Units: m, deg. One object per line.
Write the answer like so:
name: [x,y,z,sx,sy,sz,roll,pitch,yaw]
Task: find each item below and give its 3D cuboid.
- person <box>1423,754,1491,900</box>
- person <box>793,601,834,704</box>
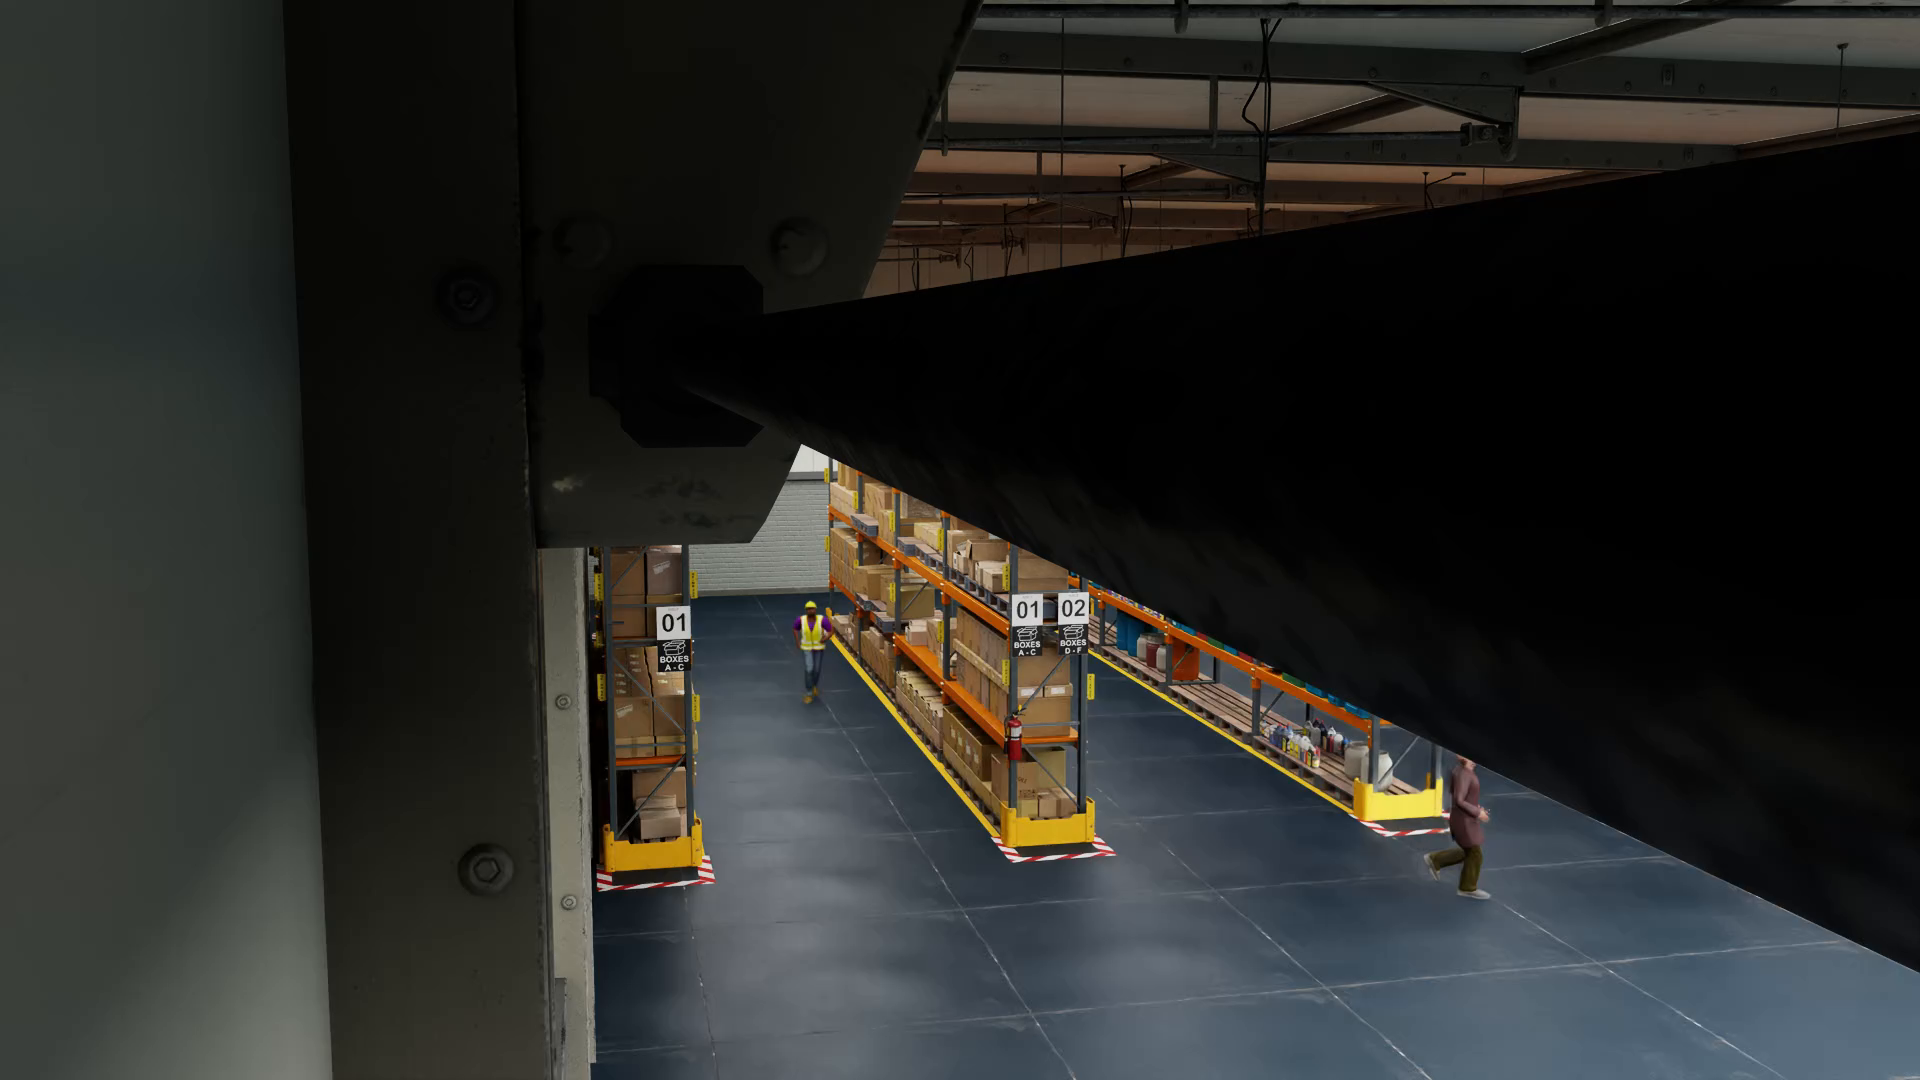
person: [5.698,3.224,18.985,0.761,1.757,0.710,2,7,13]
person: [-2.595,1.972,29.505,0.704,1.835,0.745,-1,7,-7]
